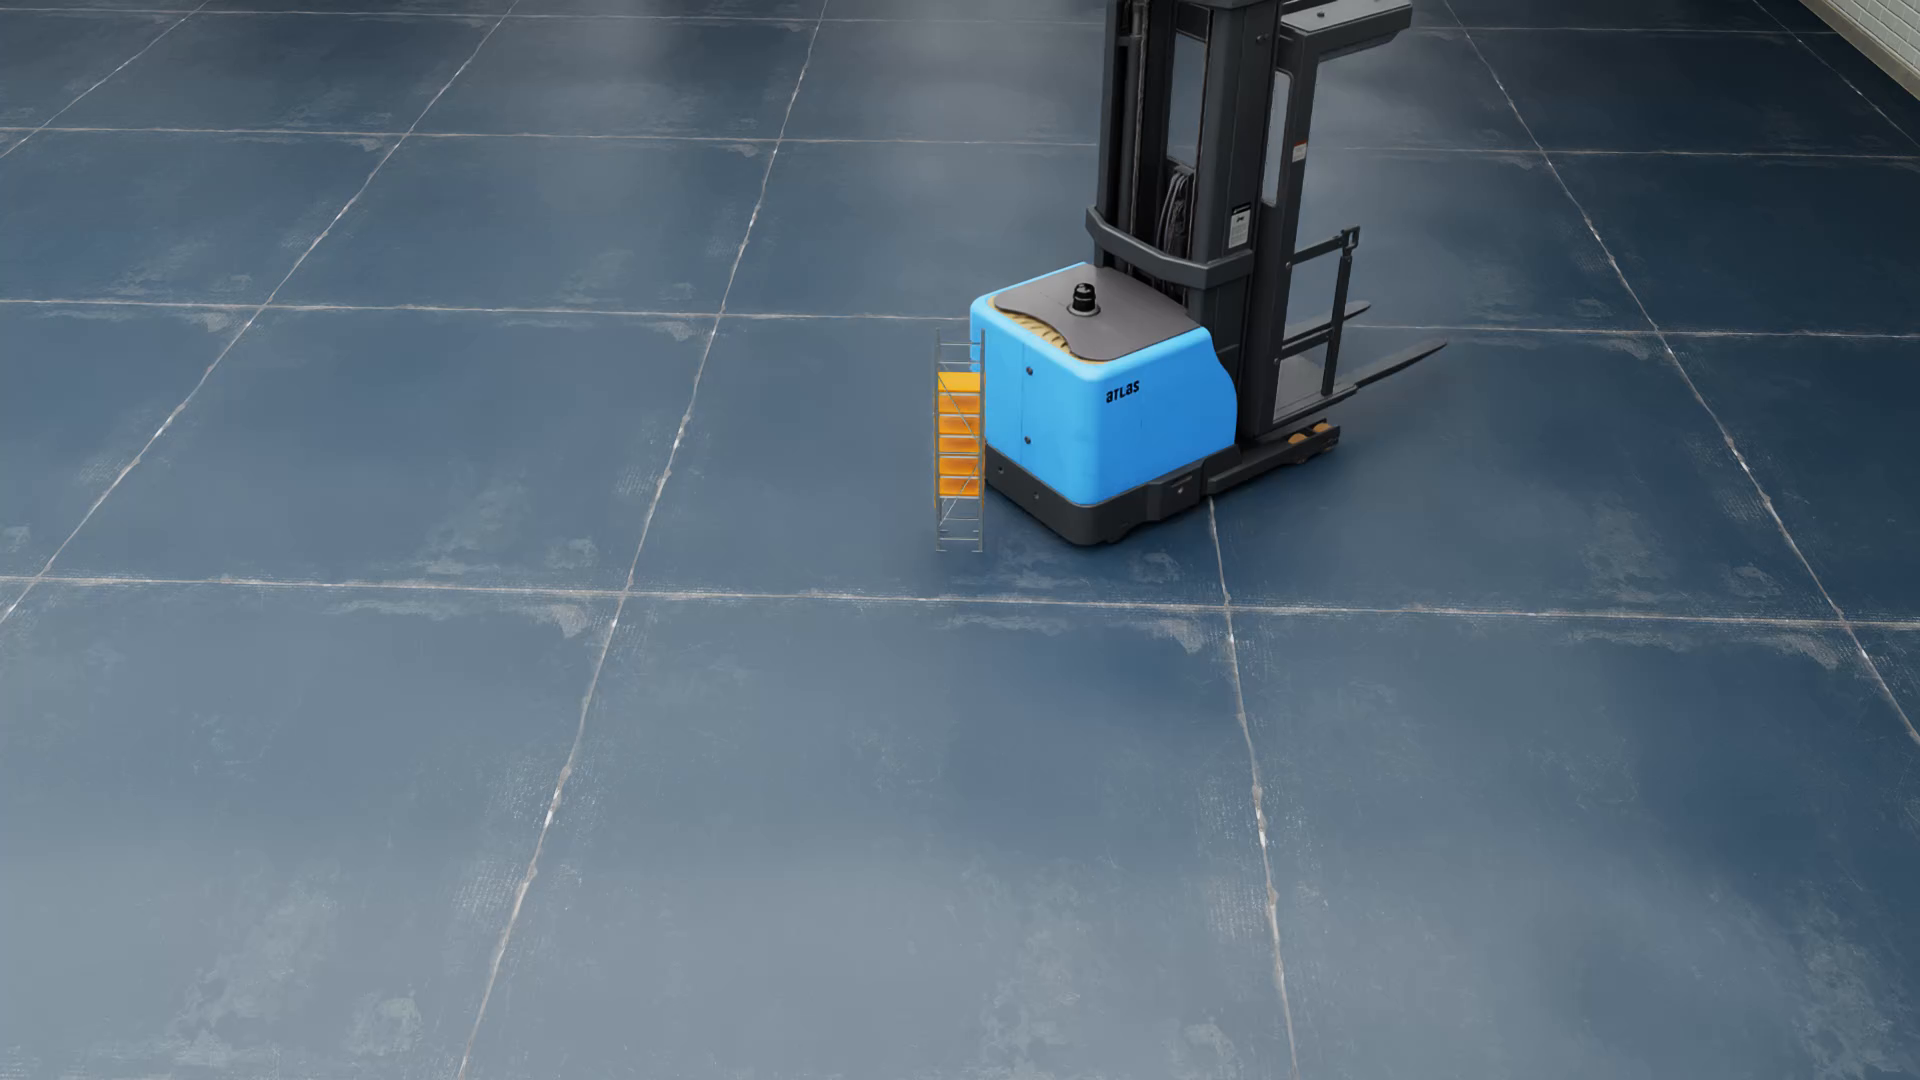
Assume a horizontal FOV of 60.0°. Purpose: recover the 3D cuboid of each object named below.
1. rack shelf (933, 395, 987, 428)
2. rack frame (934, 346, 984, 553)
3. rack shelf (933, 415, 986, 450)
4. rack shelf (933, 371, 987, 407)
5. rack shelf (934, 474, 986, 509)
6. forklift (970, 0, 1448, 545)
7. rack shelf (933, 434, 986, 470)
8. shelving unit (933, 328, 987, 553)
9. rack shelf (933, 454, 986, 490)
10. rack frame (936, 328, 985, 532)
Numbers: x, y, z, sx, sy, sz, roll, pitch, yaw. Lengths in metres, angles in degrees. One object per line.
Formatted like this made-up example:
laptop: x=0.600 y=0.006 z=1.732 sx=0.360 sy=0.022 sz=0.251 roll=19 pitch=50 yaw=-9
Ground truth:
rack shelf: x=-0.001 y=-0.643 z=8.226 sx=0.258 sy=0.103 sz=0.180 roll=1 pitch=35 yaw=2
rack frame: x=-0.004 y=-0.430 z=8.264 sx=0.240 sy=1.200 sz=0.006 roll=1 pitch=35 yaw=2
rack shelf: x=-0.001 y=-0.544 z=8.295 sx=0.258 sy=0.103 sz=0.180 roll=1 pitch=35 yaw=2
rack shelf: x=-0.001 y=-0.741 z=8.157 sx=0.258 sy=0.103 sz=0.180 roll=1 pitch=35 yaw=2
rack shelf: x=-0.001 y=-0.250 z=8.502 sx=0.258 sy=0.103 sz=0.180 roll=1 pitch=35 yaw=2
forklift: x=1.525 y=-1.848 z=8.777 sx=3.031 sy=2.935 sz=1.130 roll=-23 pitch=41 yaw=-29
rack shelf: x=-0.001 y=-0.446 z=8.364 sx=0.258 sy=0.103 sz=0.180 roll=1 pitch=35 yaw=2
shelving unit: x=-0.001 y=-0.483 z=8.339 sx=0.258 sy=1.200 sz=0.189 roll=1 pitch=35 yaw=2
rack shelf: x=-0.001 y=-0.348 z=8.433 sx=0.258 sy=0.103 sz=0.180 roll=1 pitch=35 yaw=2
rack frame: x=0.003 y=-0.535 z=8.414 sx=0.240 sy=1.200 sz=0.006 roll=1 pitch=35 yaw=2
